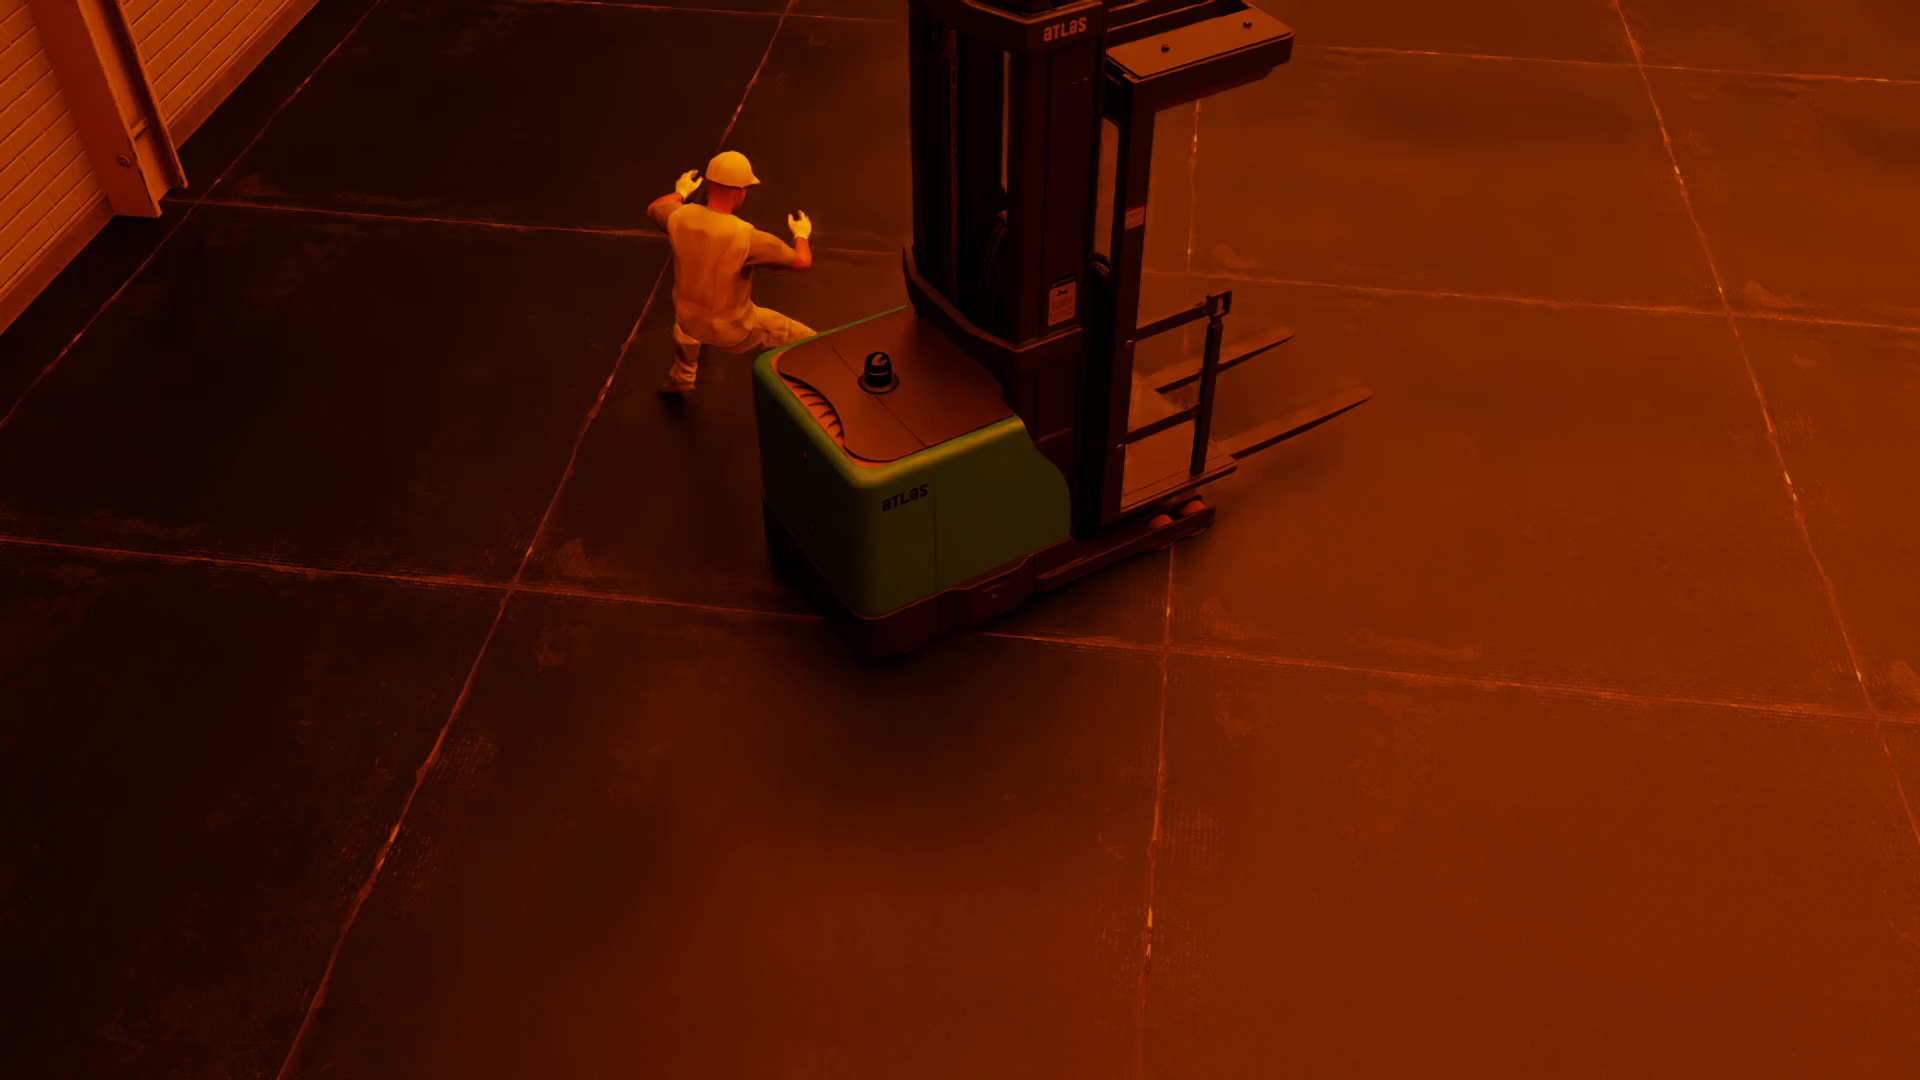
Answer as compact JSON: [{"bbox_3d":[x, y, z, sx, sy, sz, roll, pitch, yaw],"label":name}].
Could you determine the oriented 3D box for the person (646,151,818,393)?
[{"bbox_3d":[-1.054,-1.223,8.092,1.087,1.537,0.730,21,47,22],"label":"person"}]

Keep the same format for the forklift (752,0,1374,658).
[{"bbox_3d":[0.615,-1.318,7.159,3.031,2.935,1.130,-22,47,-22],"label":"forklift"}]
